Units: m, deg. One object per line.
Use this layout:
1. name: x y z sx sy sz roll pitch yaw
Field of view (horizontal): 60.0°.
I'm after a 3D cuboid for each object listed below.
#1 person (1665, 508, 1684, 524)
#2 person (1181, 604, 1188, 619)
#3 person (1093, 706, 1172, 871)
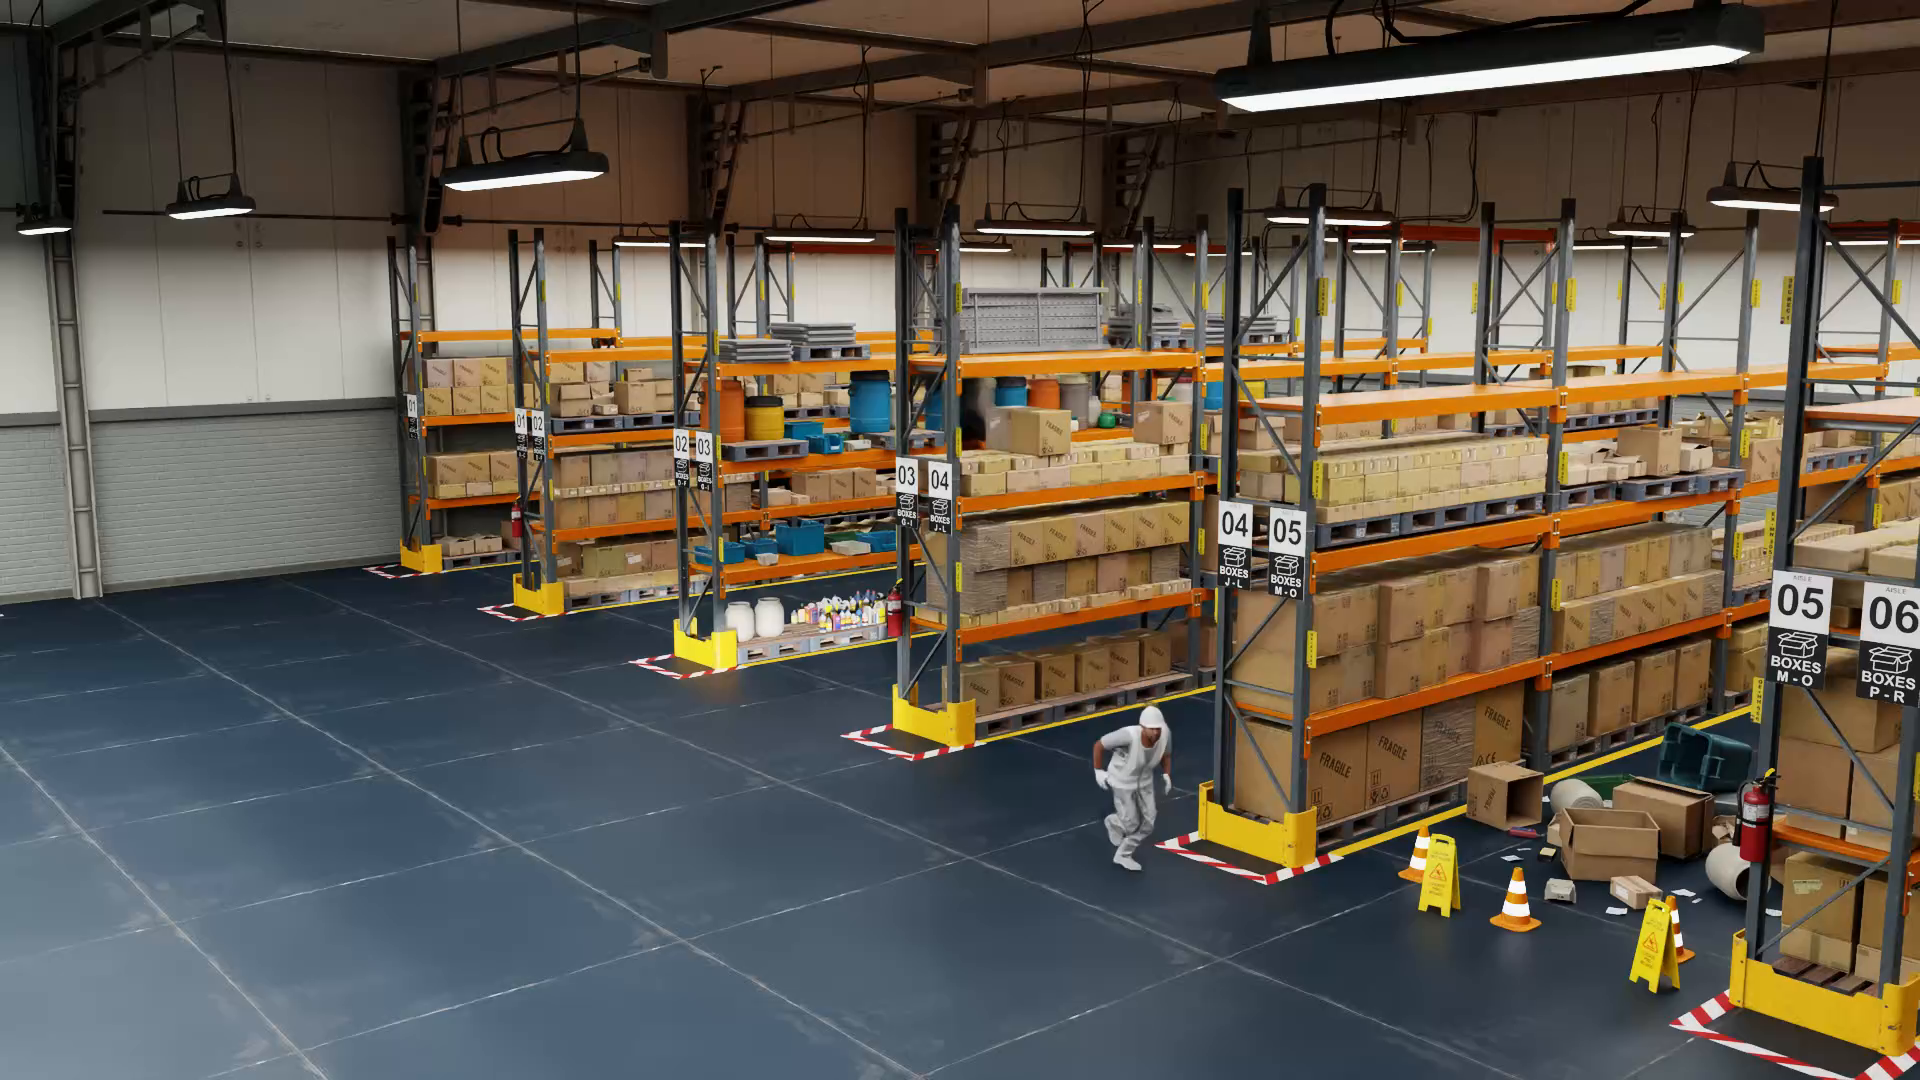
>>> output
1. person: 12.687 -0.239 29.792 0.590 1.652 0.720 7 11 39
2. person: 3.222 0.394 23.988 0.648 1.662 0.719 7 11 40
3. person: 1.499 2.168 14.608 0.708 1.580 0.914 -4 9 -22
